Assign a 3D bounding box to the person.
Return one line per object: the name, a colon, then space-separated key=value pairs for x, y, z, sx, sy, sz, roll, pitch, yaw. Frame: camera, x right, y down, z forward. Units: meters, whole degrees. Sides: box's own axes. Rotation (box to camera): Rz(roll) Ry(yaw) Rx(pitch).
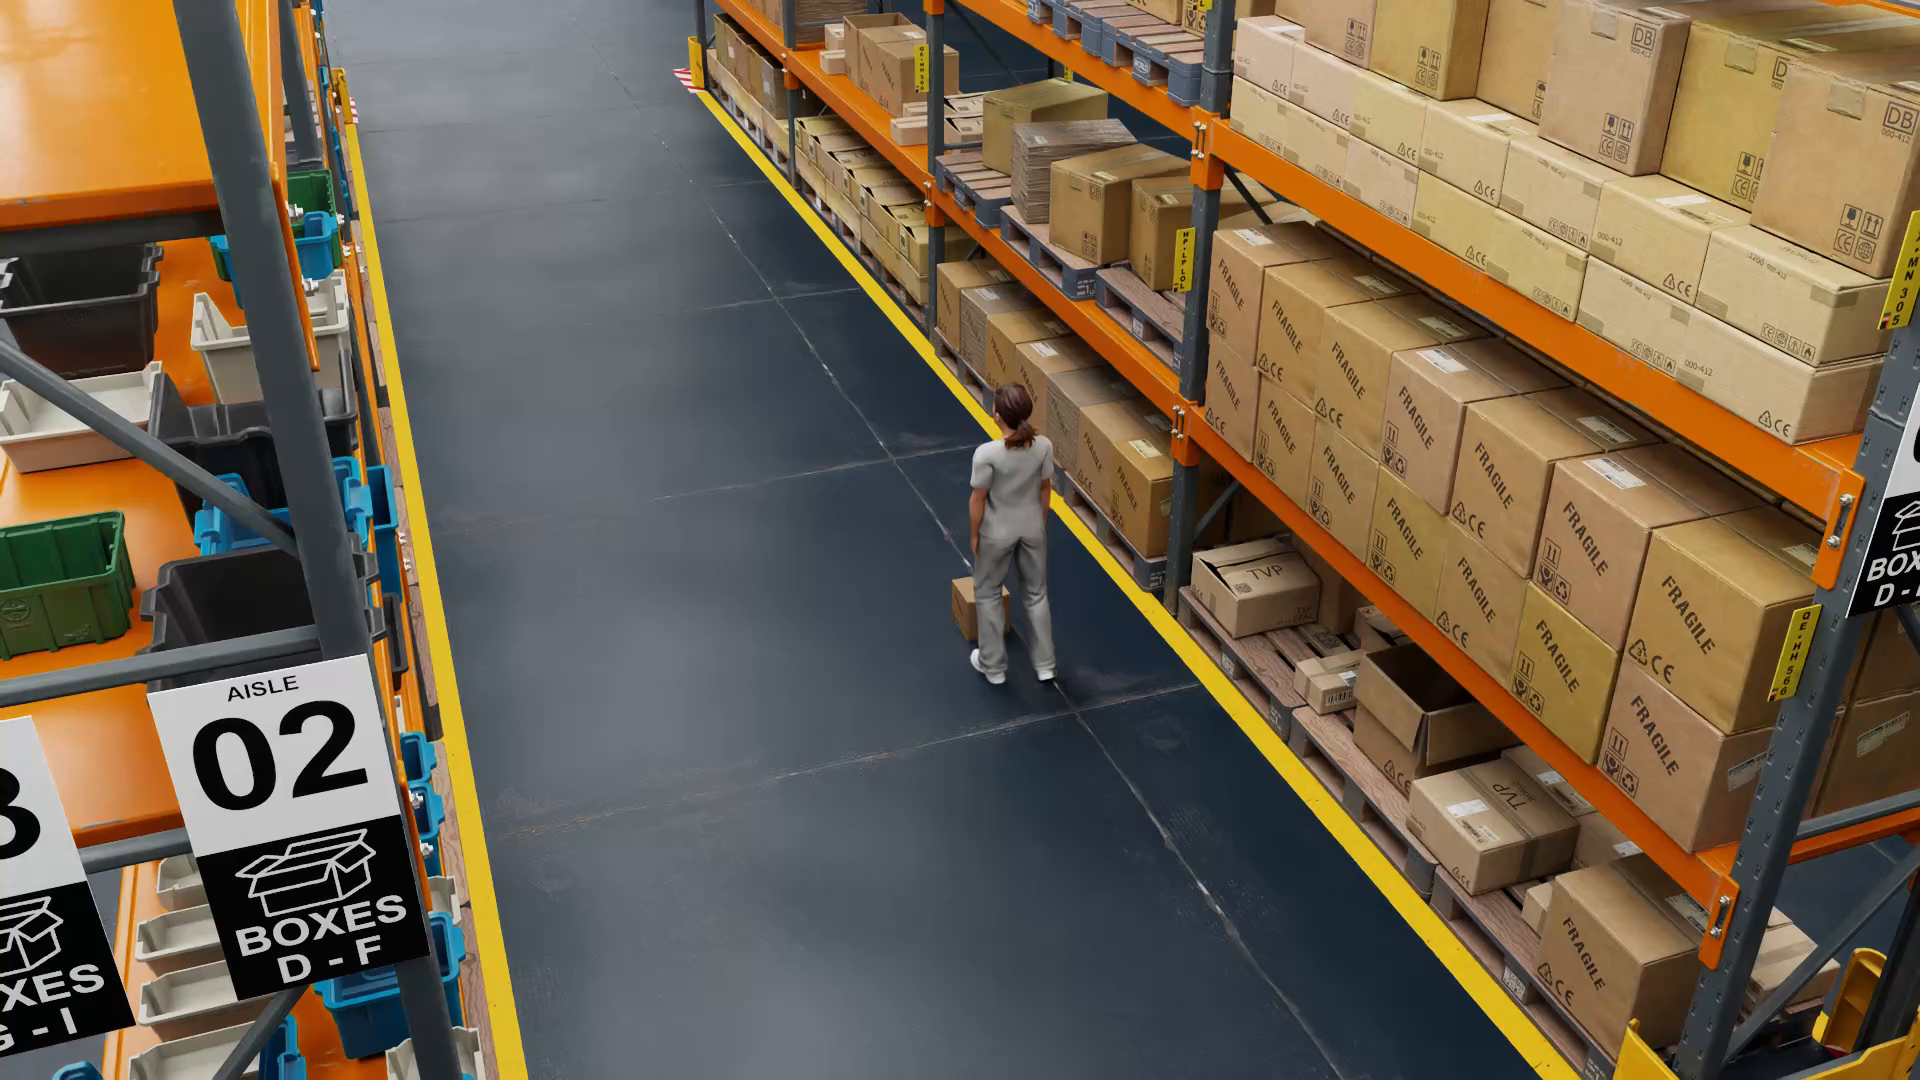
person: x=0.269 y=-0.005 z=8.412 sx=0.477 sy=1.725 sz=0.391 roll=-10 pitch=31 yaw=-17
